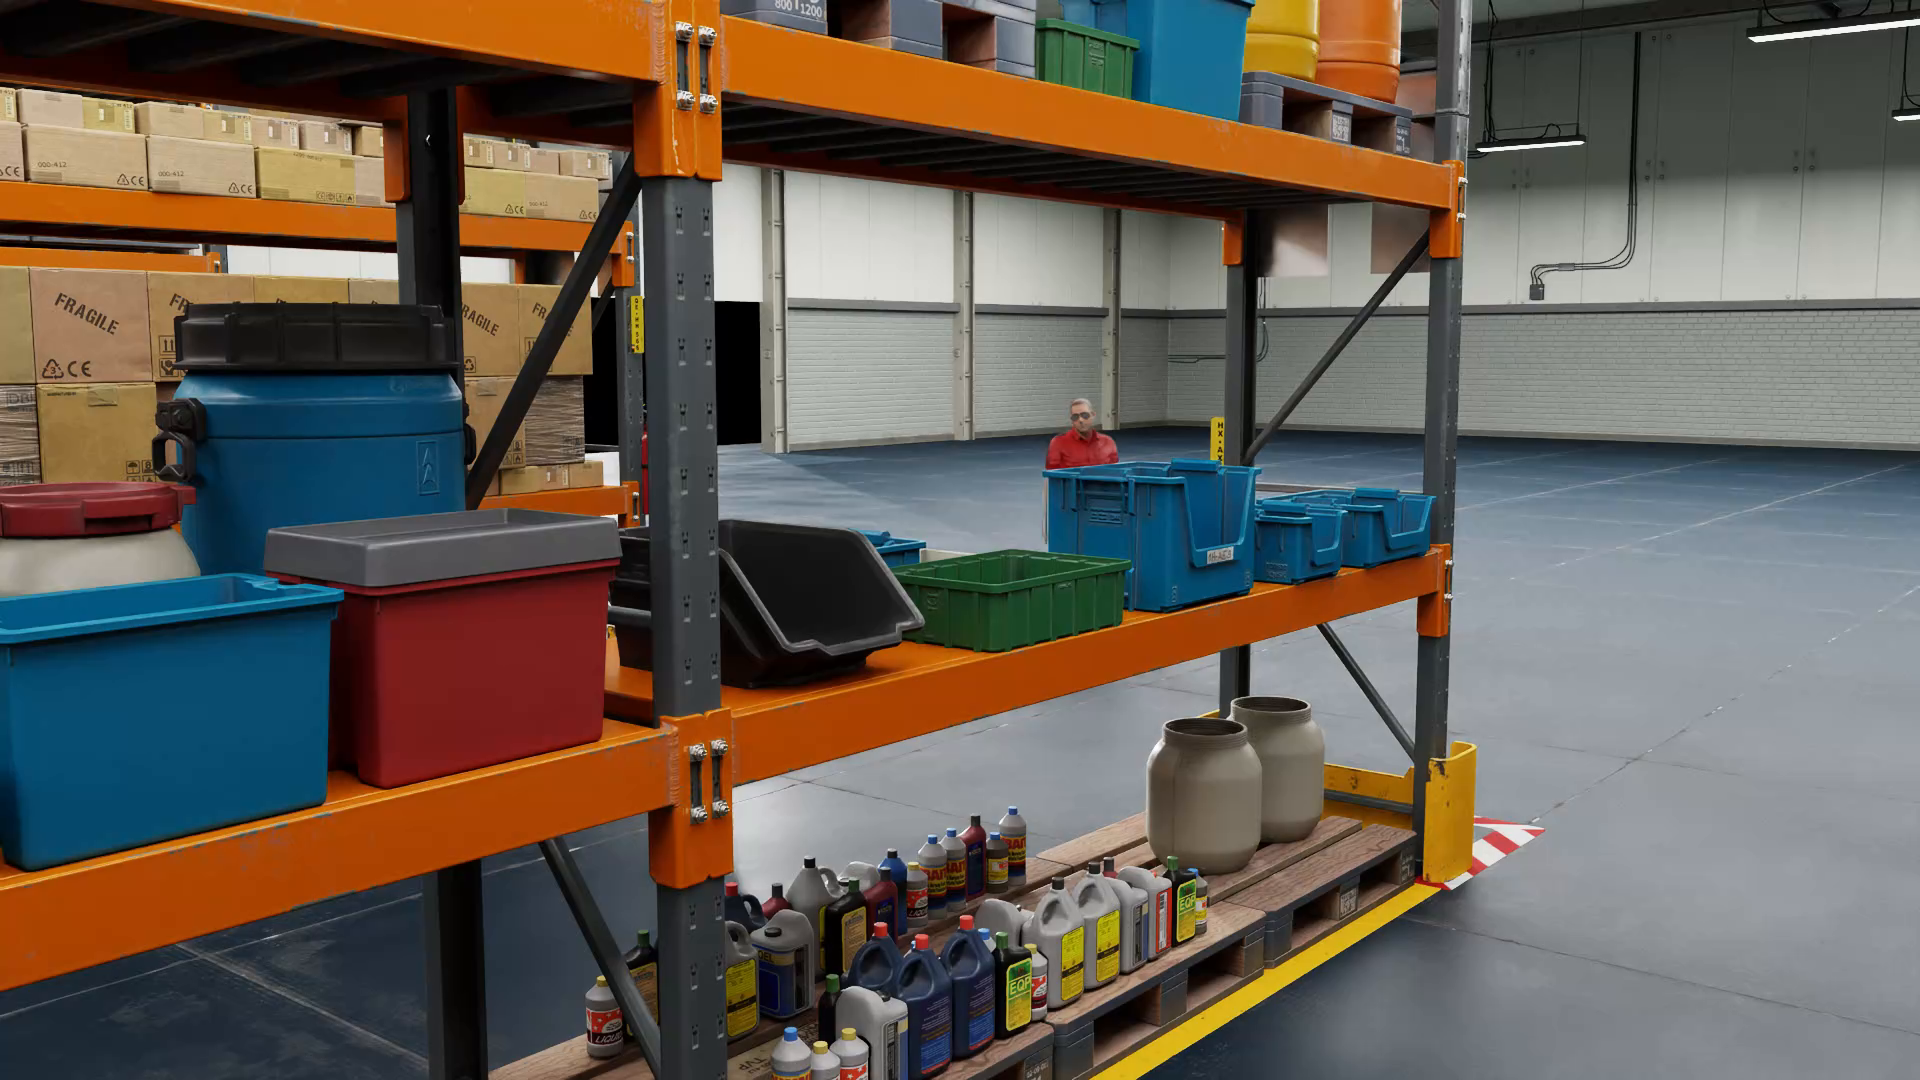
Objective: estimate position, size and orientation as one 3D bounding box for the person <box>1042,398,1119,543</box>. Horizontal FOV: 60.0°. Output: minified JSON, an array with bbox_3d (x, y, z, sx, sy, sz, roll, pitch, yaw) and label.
[{"bbox_3d":[0.879,-0.138,11.797,0.623,1.725,0.575,-3,7,-24],"label":"person"}]
